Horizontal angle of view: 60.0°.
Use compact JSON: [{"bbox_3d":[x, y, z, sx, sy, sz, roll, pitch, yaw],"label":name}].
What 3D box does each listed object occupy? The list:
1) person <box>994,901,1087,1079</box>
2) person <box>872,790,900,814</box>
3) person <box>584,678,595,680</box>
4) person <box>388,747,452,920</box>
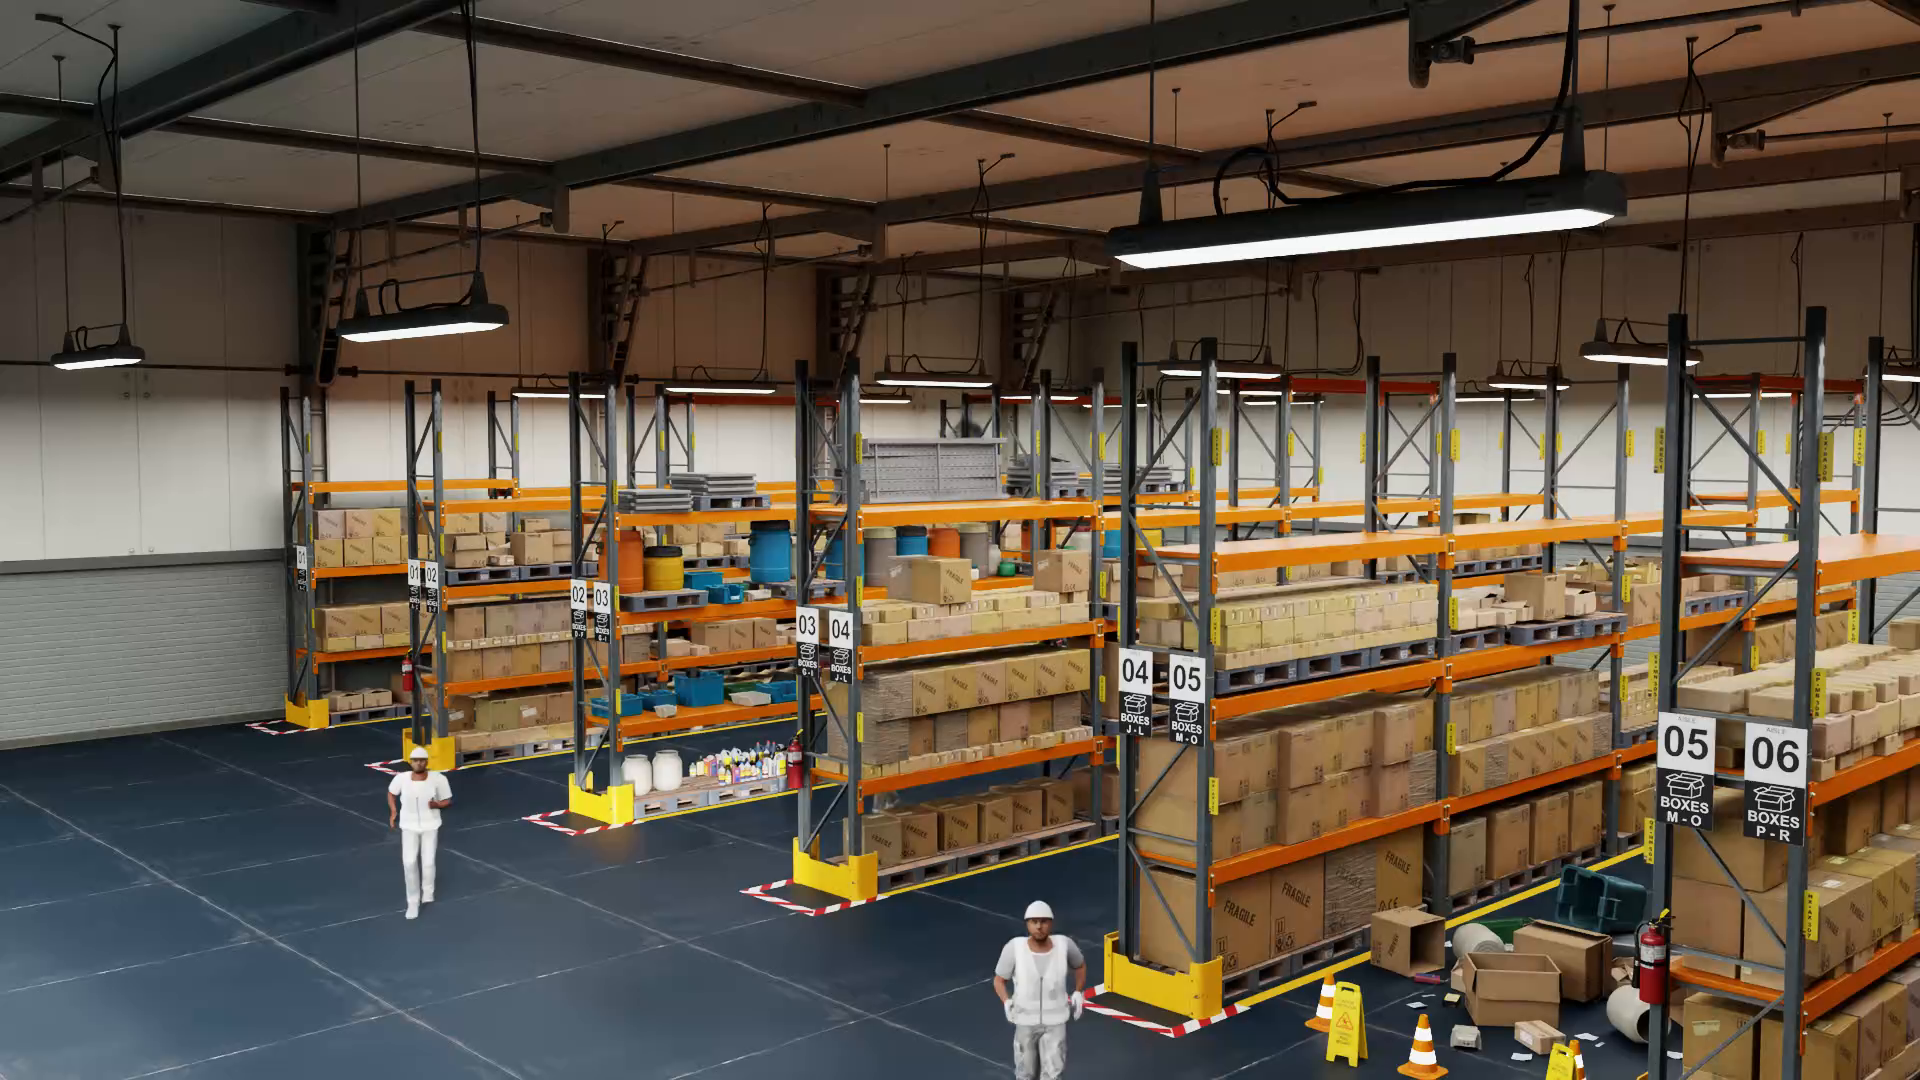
[{"bbox_3d":[0.595,3.518,12.192,0.694,1.766,0.886,0,4,0],"label":"person"},{"bbox_3d":[-1.038,2.901,22.284,0.554,1.737,0.797,2,4,34],"label":"person"},{"bbox_3d":[-6.570,2.484,30.001,0.593,1.607,0.910,3,5,43],"label":"person"},{"bbox_3d":[-5.827,3.141,17.947,0.675,1.830,0.722,-1,4,-15],"label":"person"}]
